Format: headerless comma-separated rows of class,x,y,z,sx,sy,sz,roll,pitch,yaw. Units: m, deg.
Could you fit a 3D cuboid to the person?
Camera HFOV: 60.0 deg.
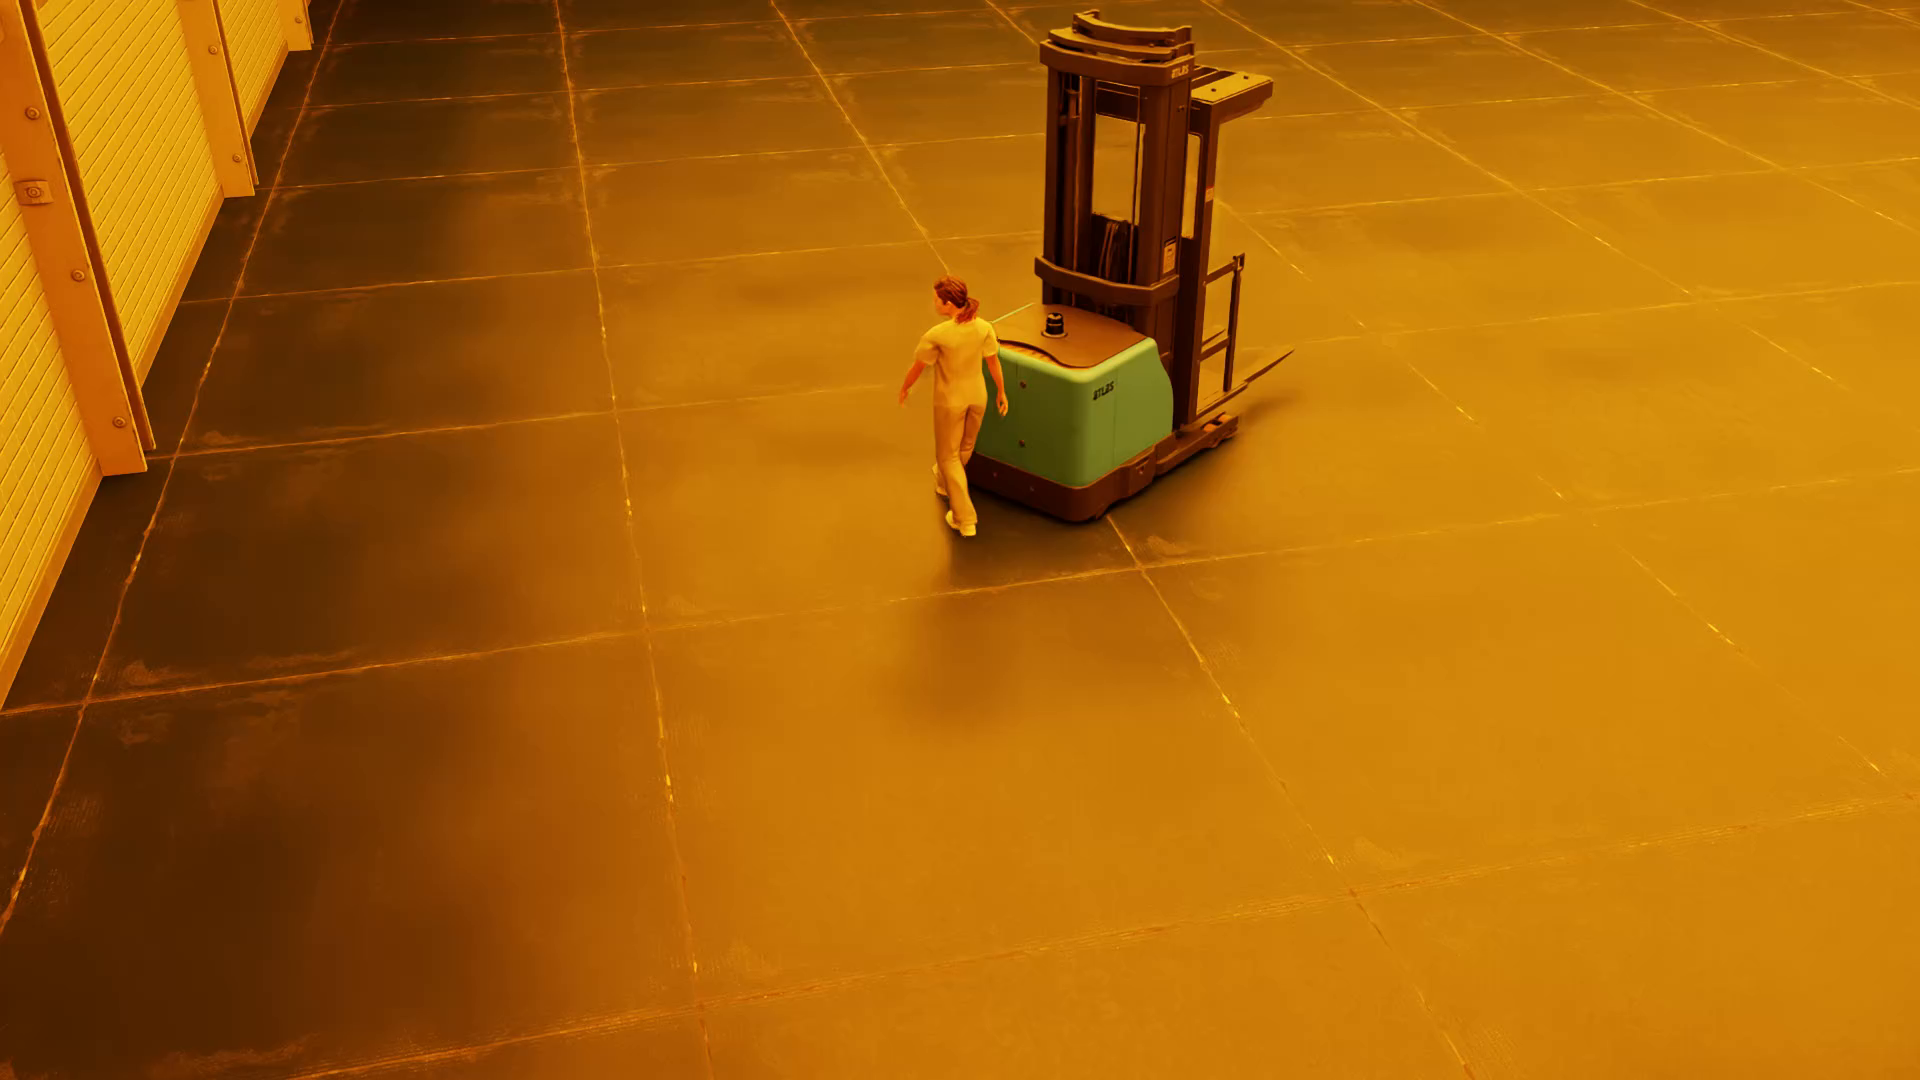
person,-0.060,-0.915,10.455,0.626,1.633,0.824,-15,33,-24

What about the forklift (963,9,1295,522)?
forklift,1.310,-2.053,11.120,1.130,2.935,3.031,22,37,33
